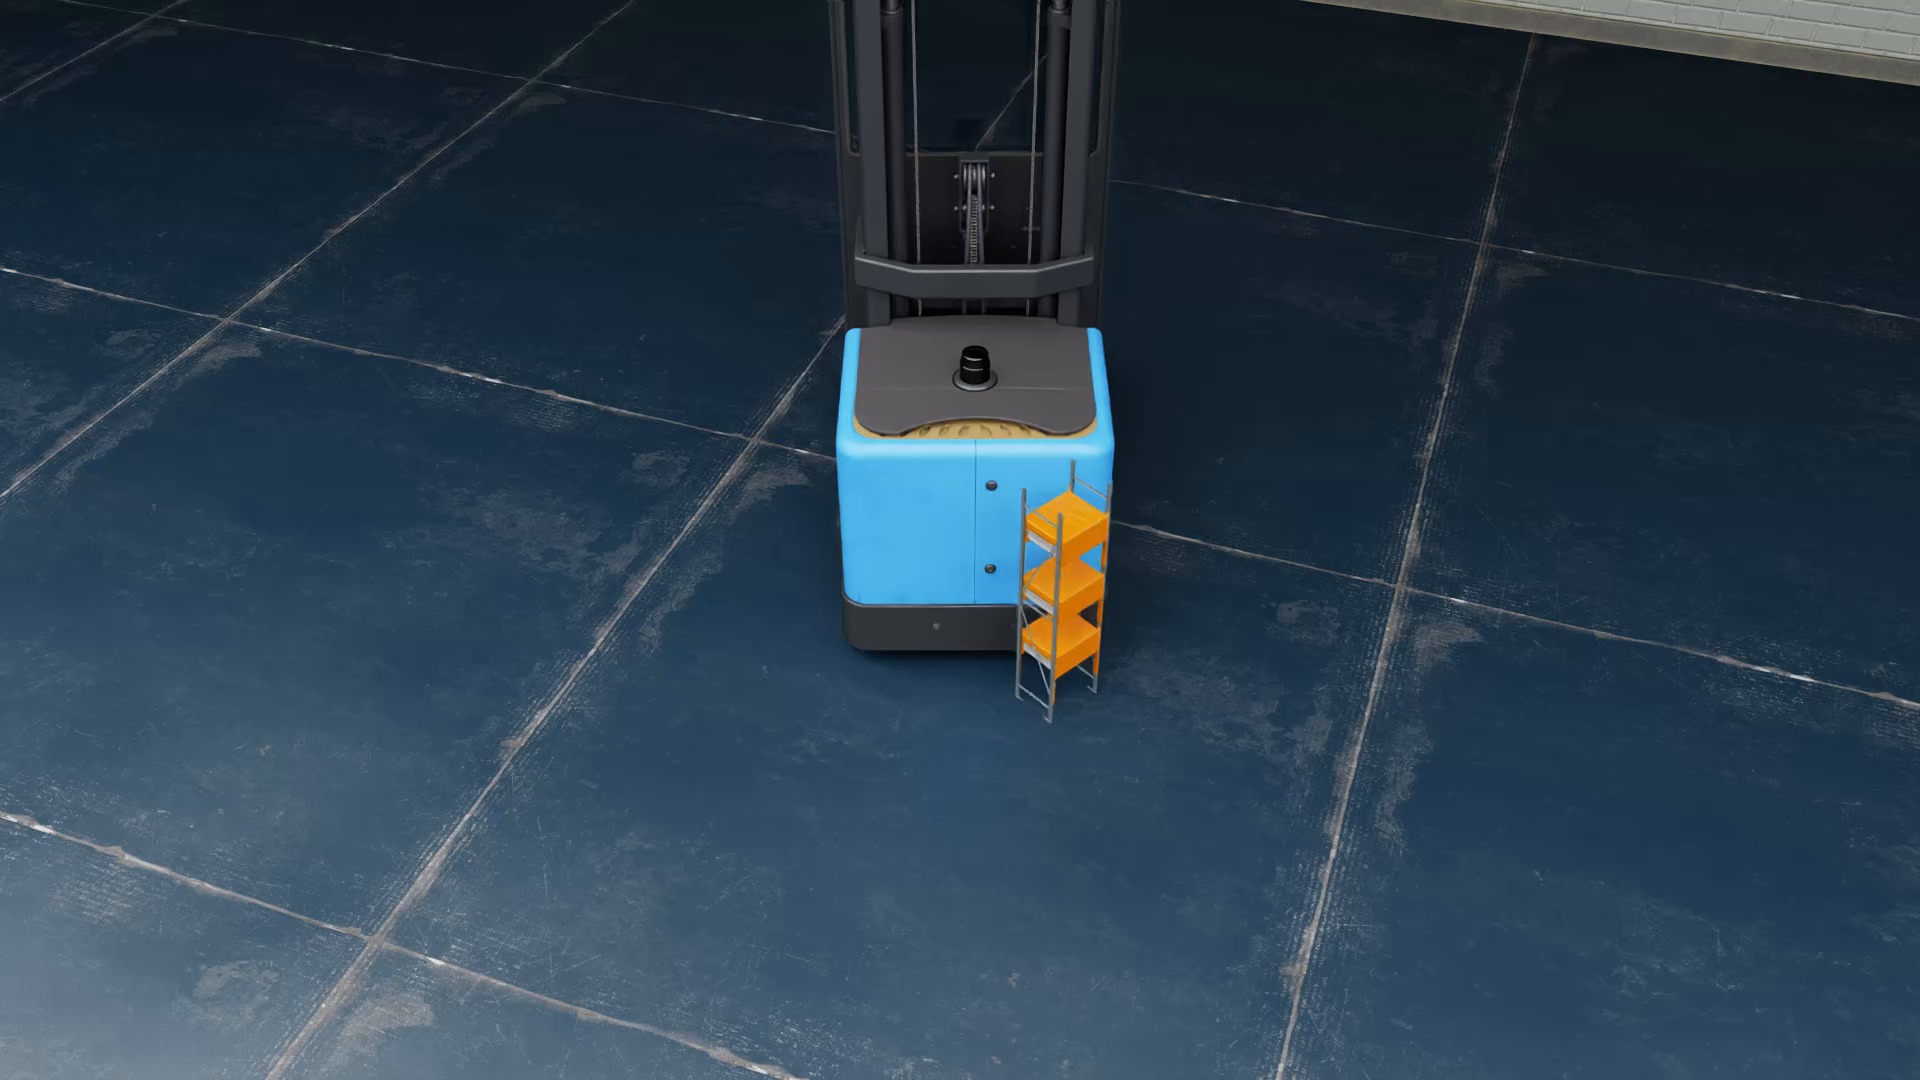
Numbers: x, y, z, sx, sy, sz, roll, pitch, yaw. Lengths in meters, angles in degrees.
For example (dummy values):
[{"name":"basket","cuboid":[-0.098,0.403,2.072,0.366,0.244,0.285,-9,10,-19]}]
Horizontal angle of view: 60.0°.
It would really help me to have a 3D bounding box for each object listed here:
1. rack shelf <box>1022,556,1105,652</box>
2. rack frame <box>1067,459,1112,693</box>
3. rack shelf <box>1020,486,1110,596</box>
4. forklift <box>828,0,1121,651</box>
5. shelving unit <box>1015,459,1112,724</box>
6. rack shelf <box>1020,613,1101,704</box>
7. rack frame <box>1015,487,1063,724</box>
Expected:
[{"name":"rack shelf","cuboid":[0.377,0.217,6.203,0.240,0.259,0.215,-30,49,-31]},{"name":"rack frame","cuboid":[0.467,0.156,6.258,0.008,1.050,0.200,-30,49,-31]},{"name":"rack shelf","cuboid":[0.377,0.001,6.018,0.240,0.259,0.215,-30,49,-31]},{"name":"forklift","cuboid":[0.053,-1.603,6.870,1.130,2.935,3.031,0,40,0]},{"name":"shelving unit","cuboid":[0.377,0.209,6.196,0.252,1.050,0.215,-30,49,-31]},{"name":"rack shelf","cuboid":[0.377,0.428,6.383,0.240,0.259,0.215,-30,49,-31]},{"name":"rack frame","cuboid":[0.286,0.262,6.134,0.008,1.050,0.200,-30,49,-31]}]
